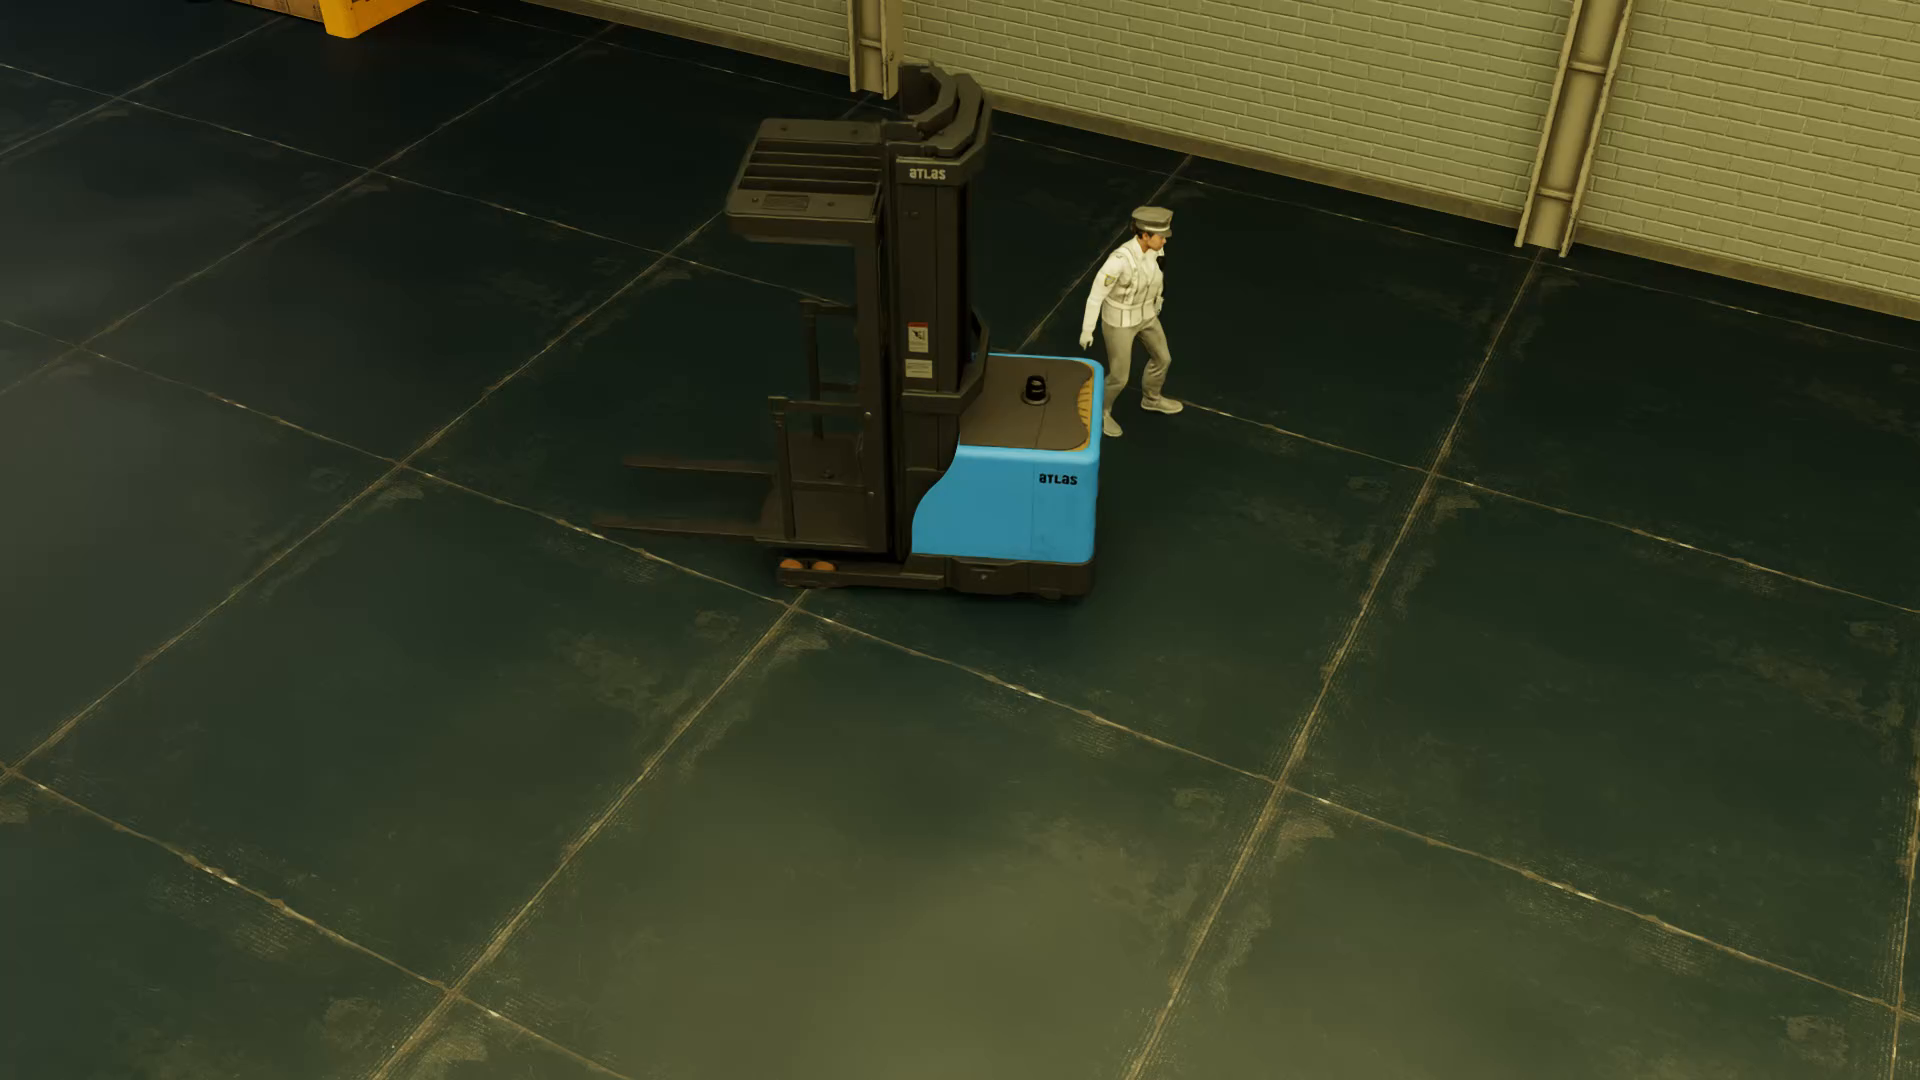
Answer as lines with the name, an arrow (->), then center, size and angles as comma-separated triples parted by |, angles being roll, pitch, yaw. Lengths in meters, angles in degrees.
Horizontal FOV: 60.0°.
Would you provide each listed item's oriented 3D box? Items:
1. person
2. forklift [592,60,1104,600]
person -> 1.123, -1.414, 10.686 | 0.791, 1.638, 0.396 | -29, 48, -30
forklift -> -0.680, -1.165, 9.369 | 3.031, 2.935, 1.130 | 4, 40, 4
